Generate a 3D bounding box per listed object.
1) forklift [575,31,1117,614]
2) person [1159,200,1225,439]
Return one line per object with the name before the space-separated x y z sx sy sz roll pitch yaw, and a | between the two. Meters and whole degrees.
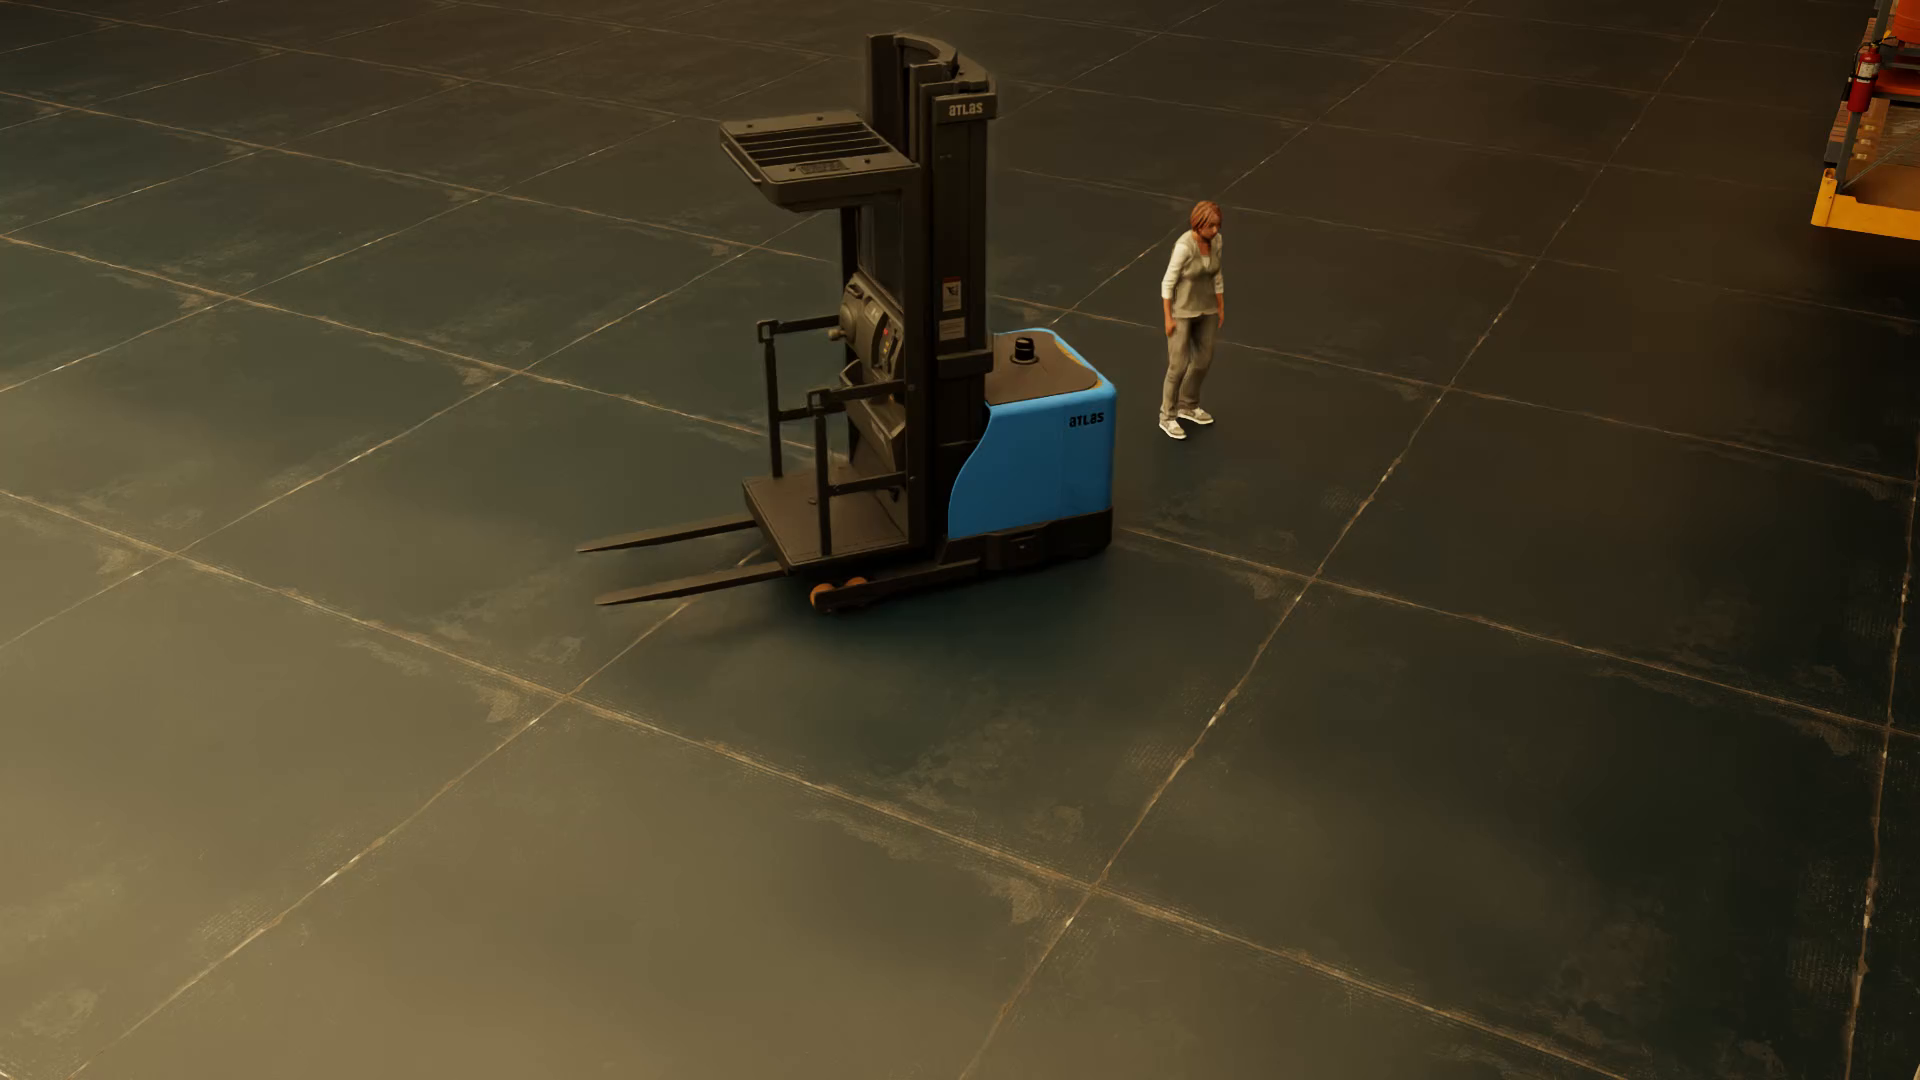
forklift | -0.668 -1.157 9.075 3.031 2.935 1.130 -11 32 -18
person | 1.556 -1.472 10.971 0.473 1.585 0.388 -15 33 -24
